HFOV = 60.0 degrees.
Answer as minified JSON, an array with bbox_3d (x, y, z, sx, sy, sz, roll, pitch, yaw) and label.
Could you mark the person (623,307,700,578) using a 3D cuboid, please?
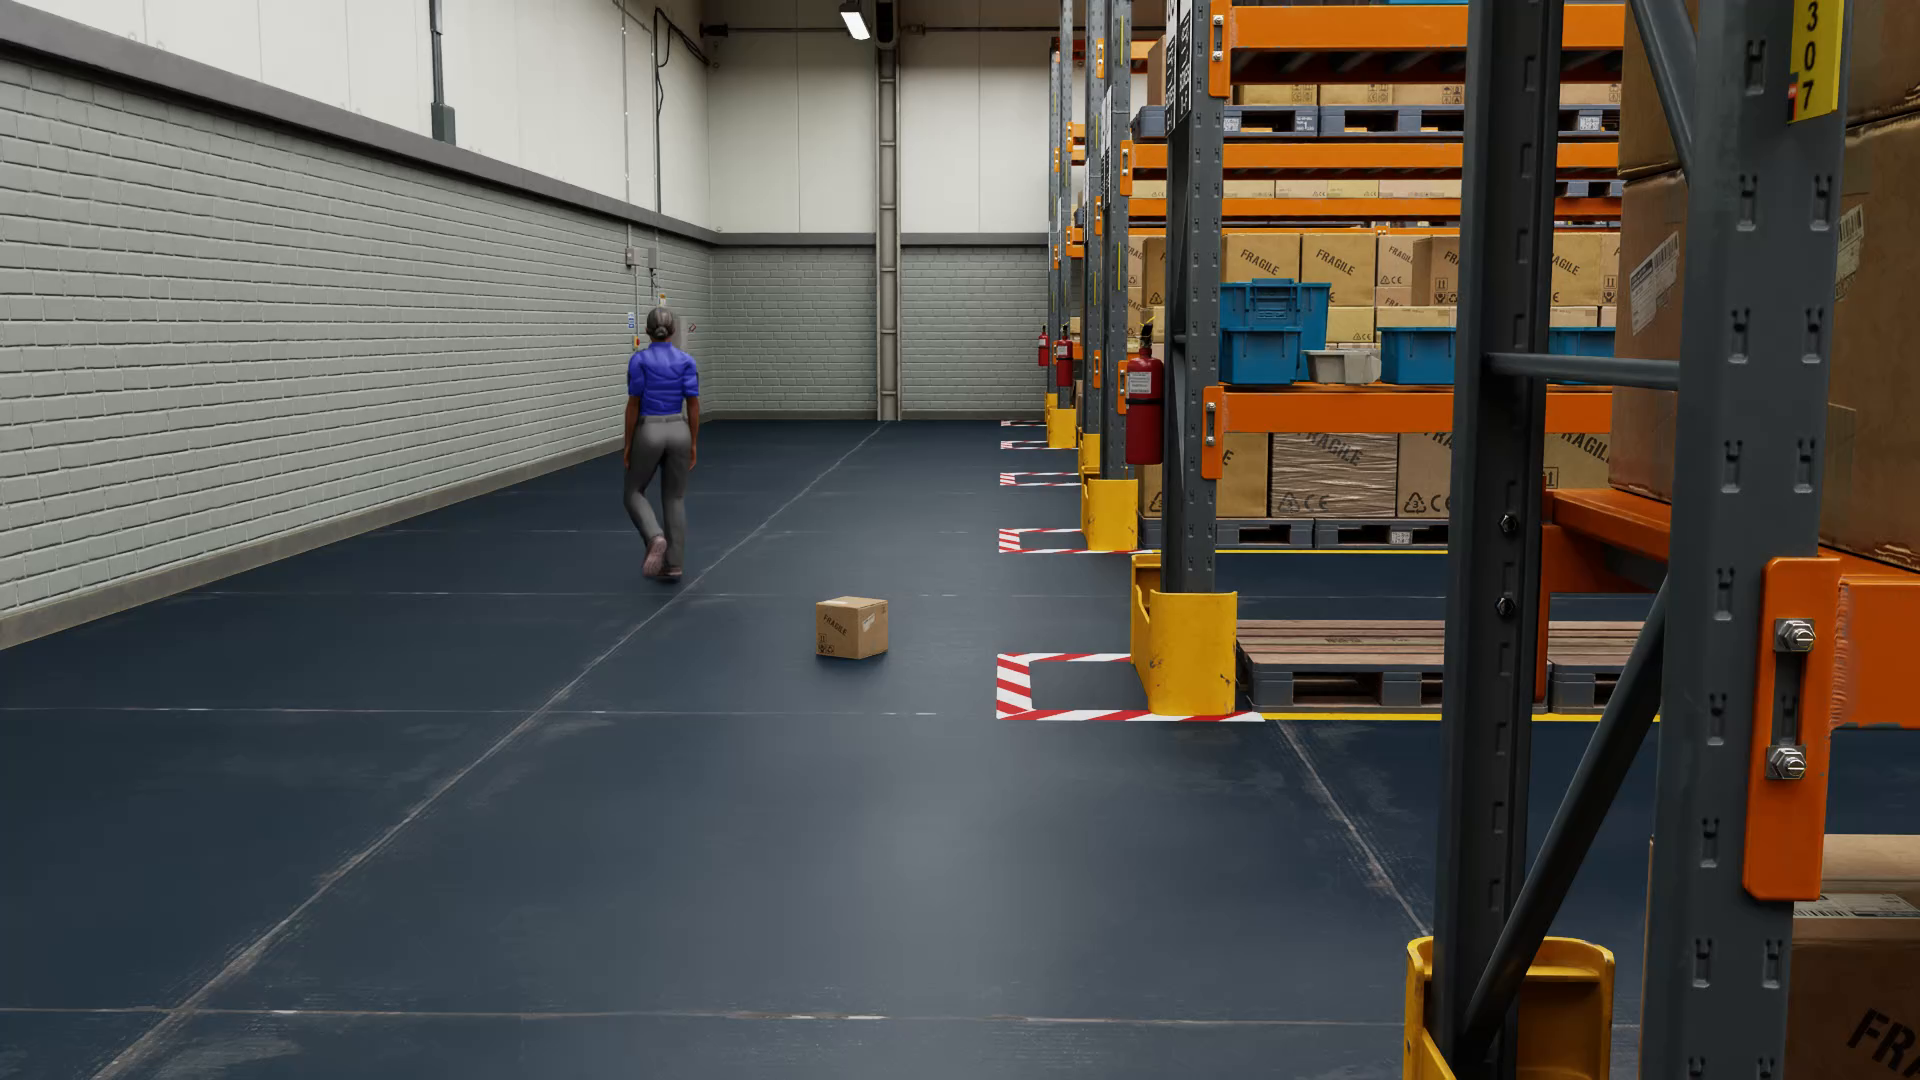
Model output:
[{"bbox_3d":[-1.828,-0.588,10.147,0.472,1.651,0.449,-3,8,-23],"label":"person"}]
